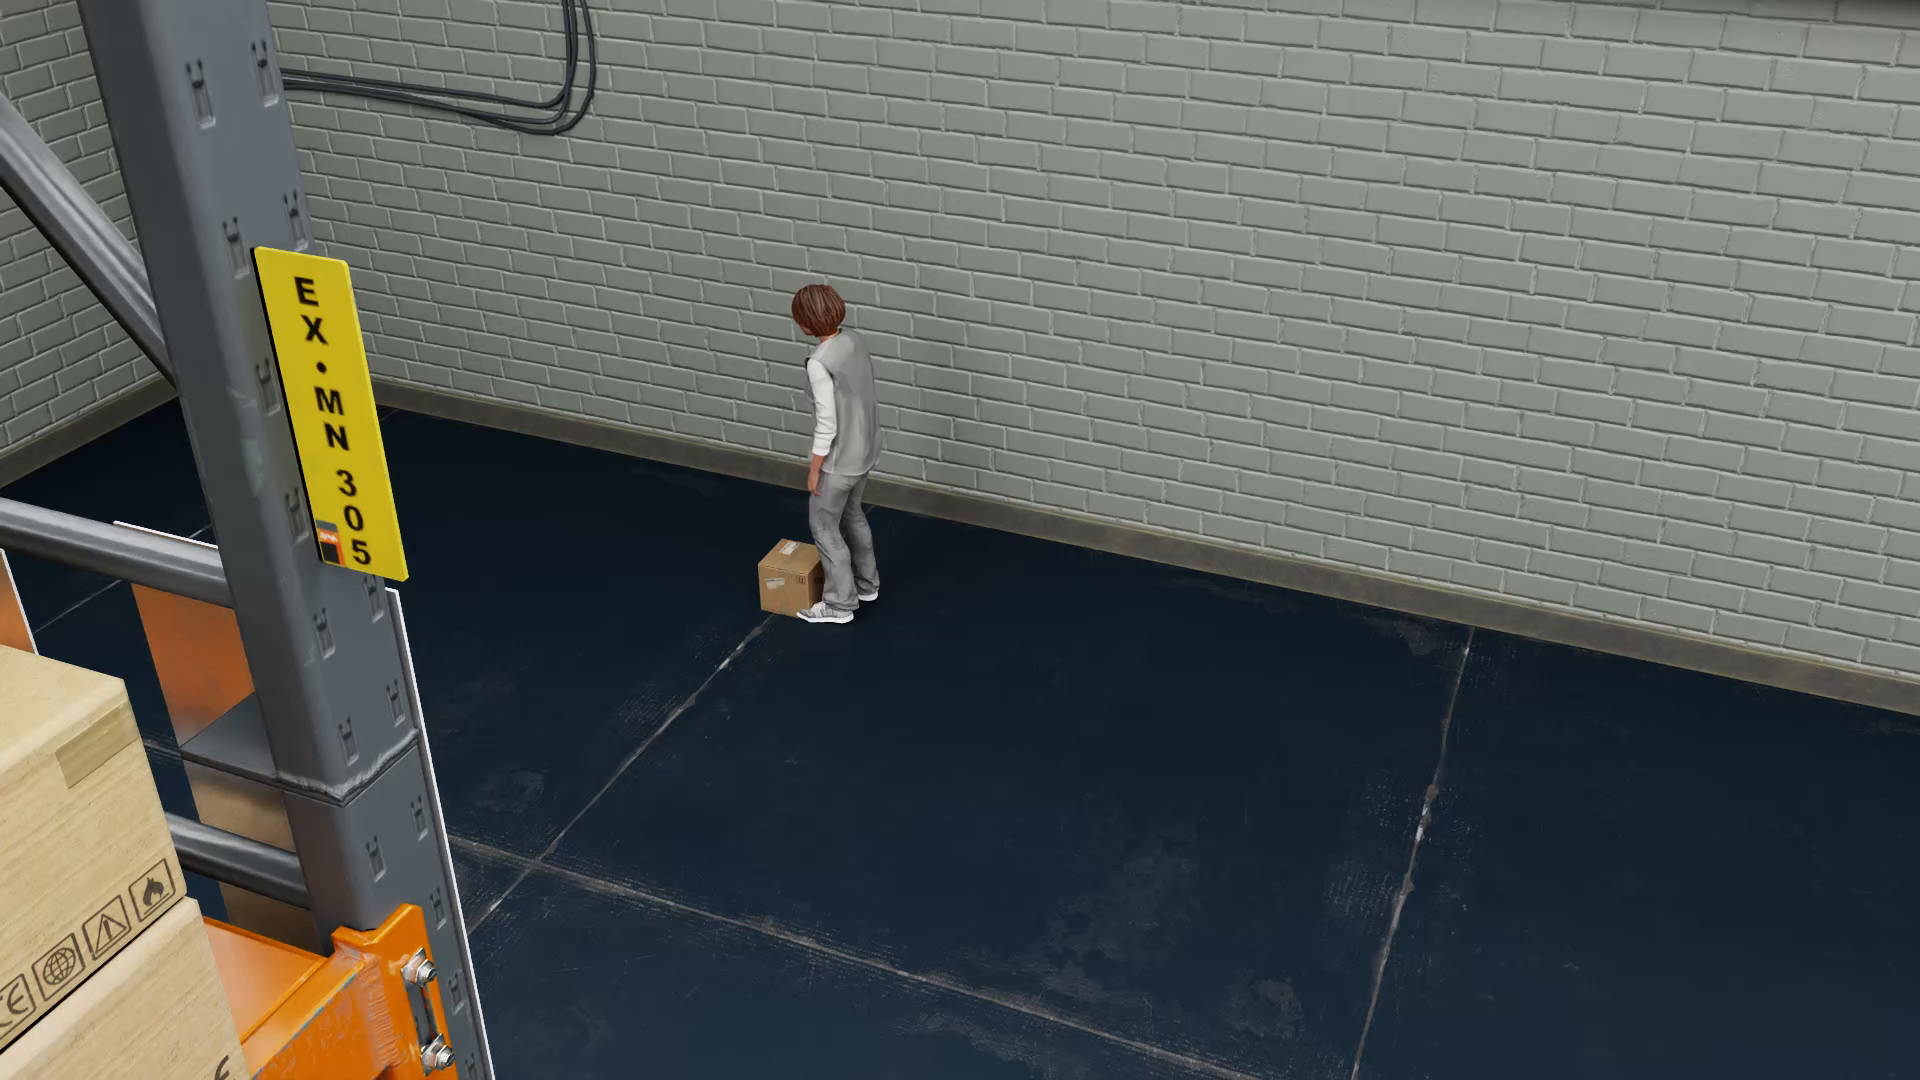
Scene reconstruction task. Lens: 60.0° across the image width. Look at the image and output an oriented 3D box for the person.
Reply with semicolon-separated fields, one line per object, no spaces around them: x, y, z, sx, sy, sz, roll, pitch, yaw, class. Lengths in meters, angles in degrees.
-0.537;-0.362;7.267;0.369;1.591;0.459;12;32;19;person
